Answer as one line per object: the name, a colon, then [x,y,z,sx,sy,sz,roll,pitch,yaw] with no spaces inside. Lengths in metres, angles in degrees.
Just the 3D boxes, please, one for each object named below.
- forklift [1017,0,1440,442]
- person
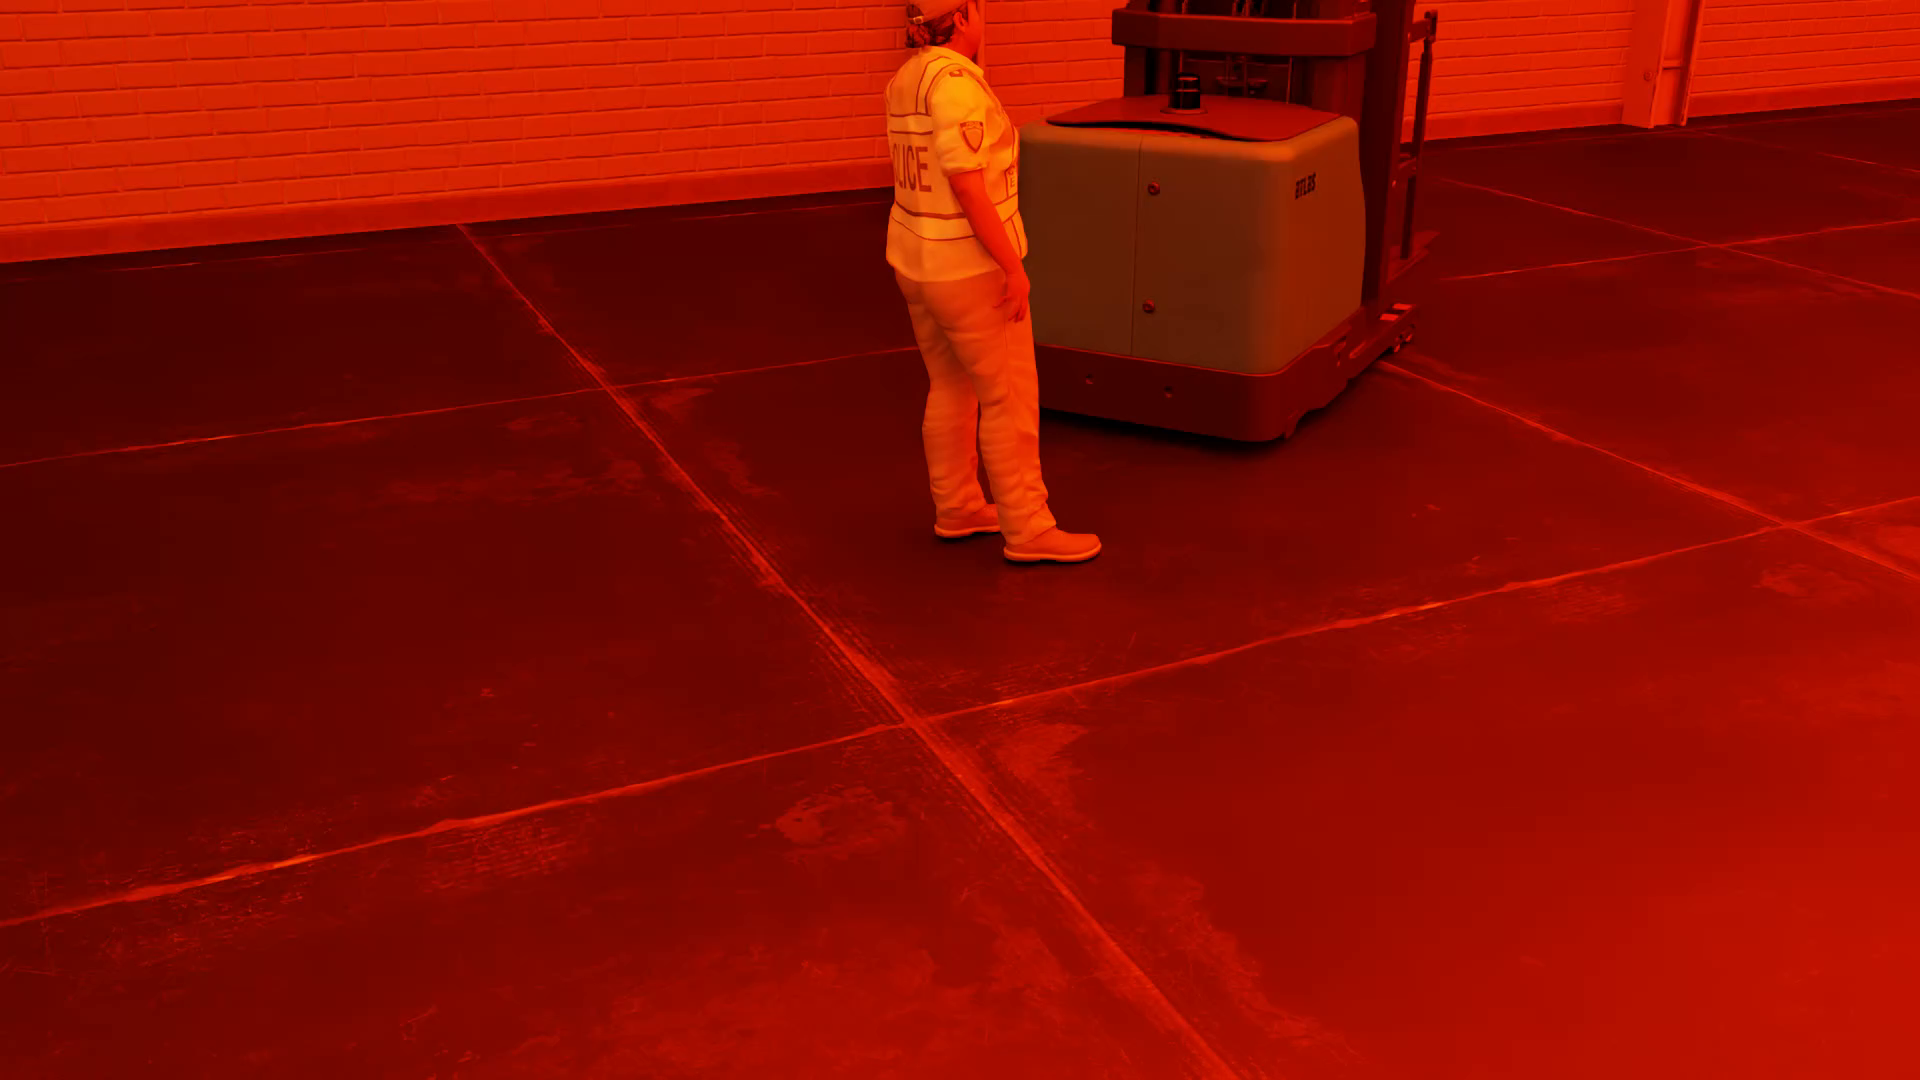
forklift: [1.328,-2.216,6.619,1.130,2.935,3.031,12,25,26]
person: [0.080,-0.781,4.796,0.527,1.670,0.598,-10,25,-23]
